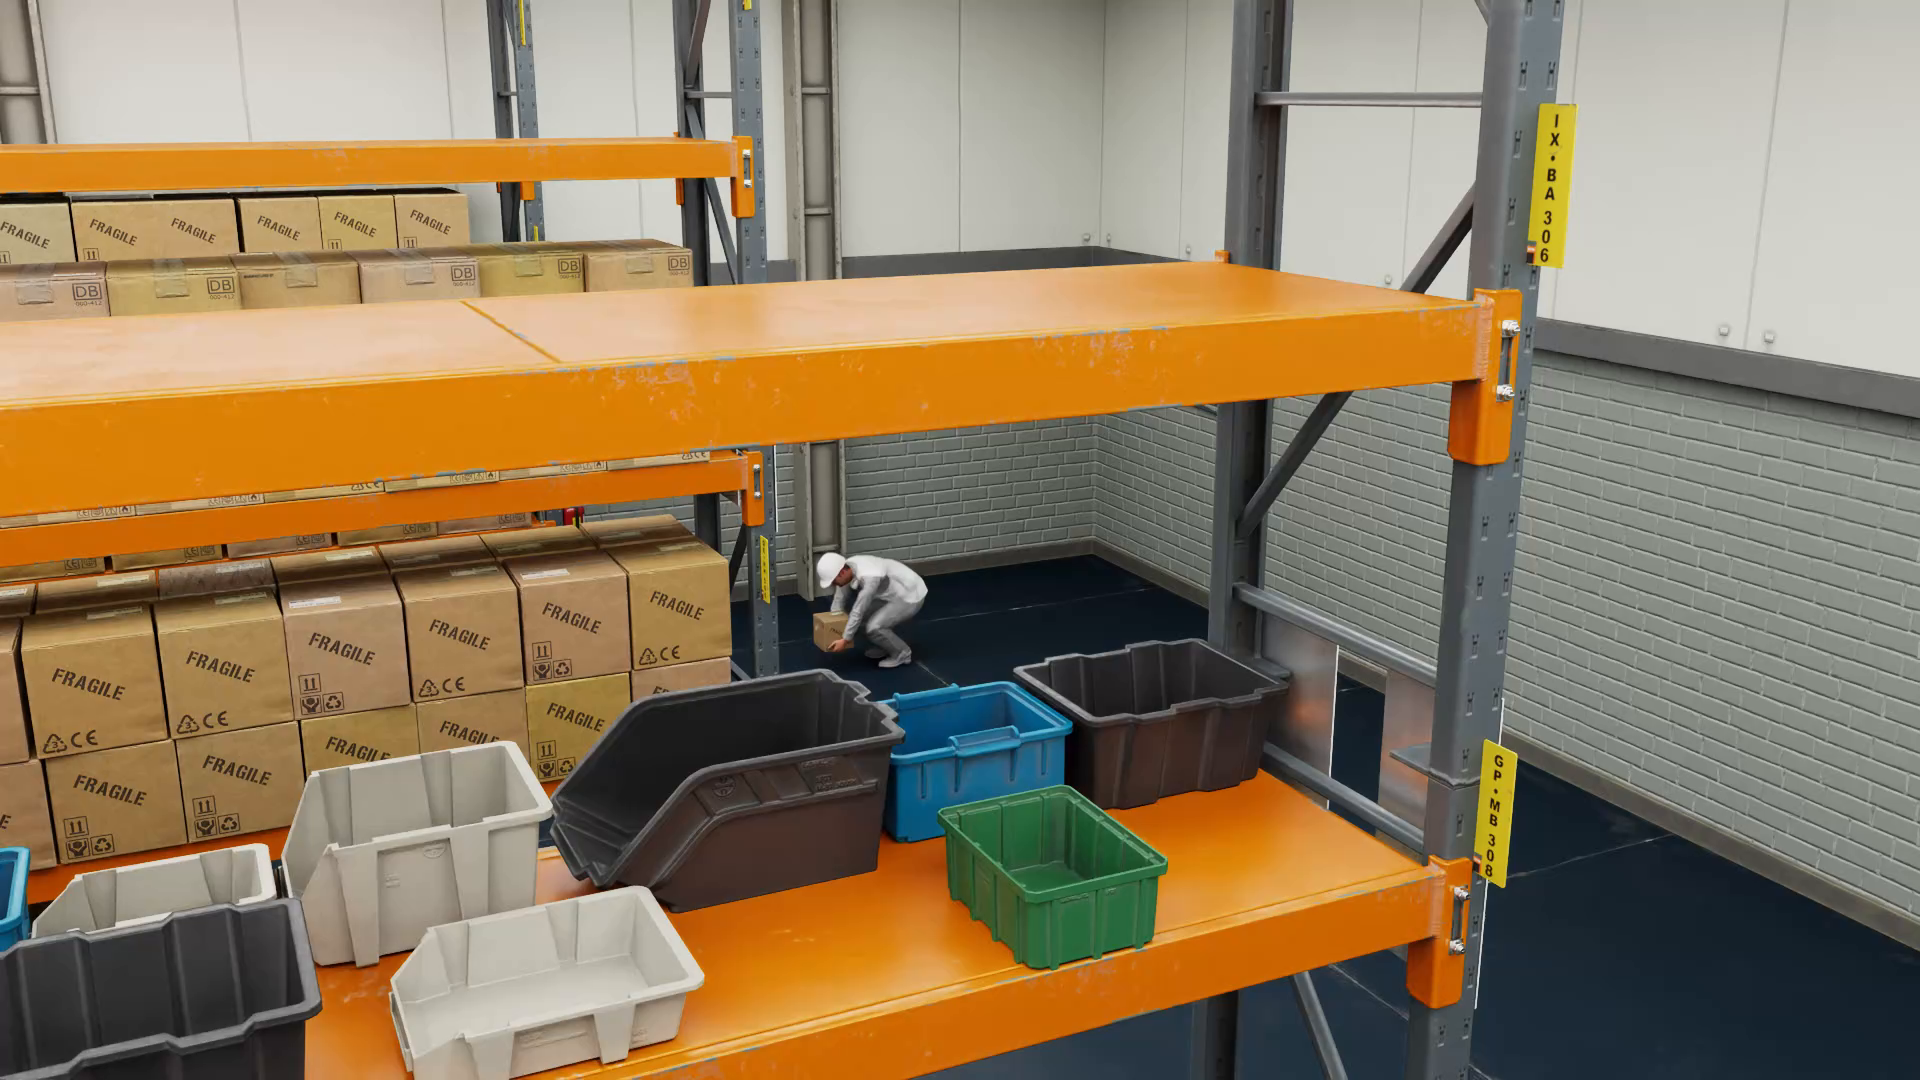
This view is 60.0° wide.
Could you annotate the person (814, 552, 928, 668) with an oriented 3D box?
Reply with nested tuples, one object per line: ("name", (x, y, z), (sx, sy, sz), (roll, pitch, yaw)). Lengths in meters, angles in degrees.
("person", (-0.733, 0.539, 13.491), (0.961, 0.988, 0.515), (-8, 17, -27))
